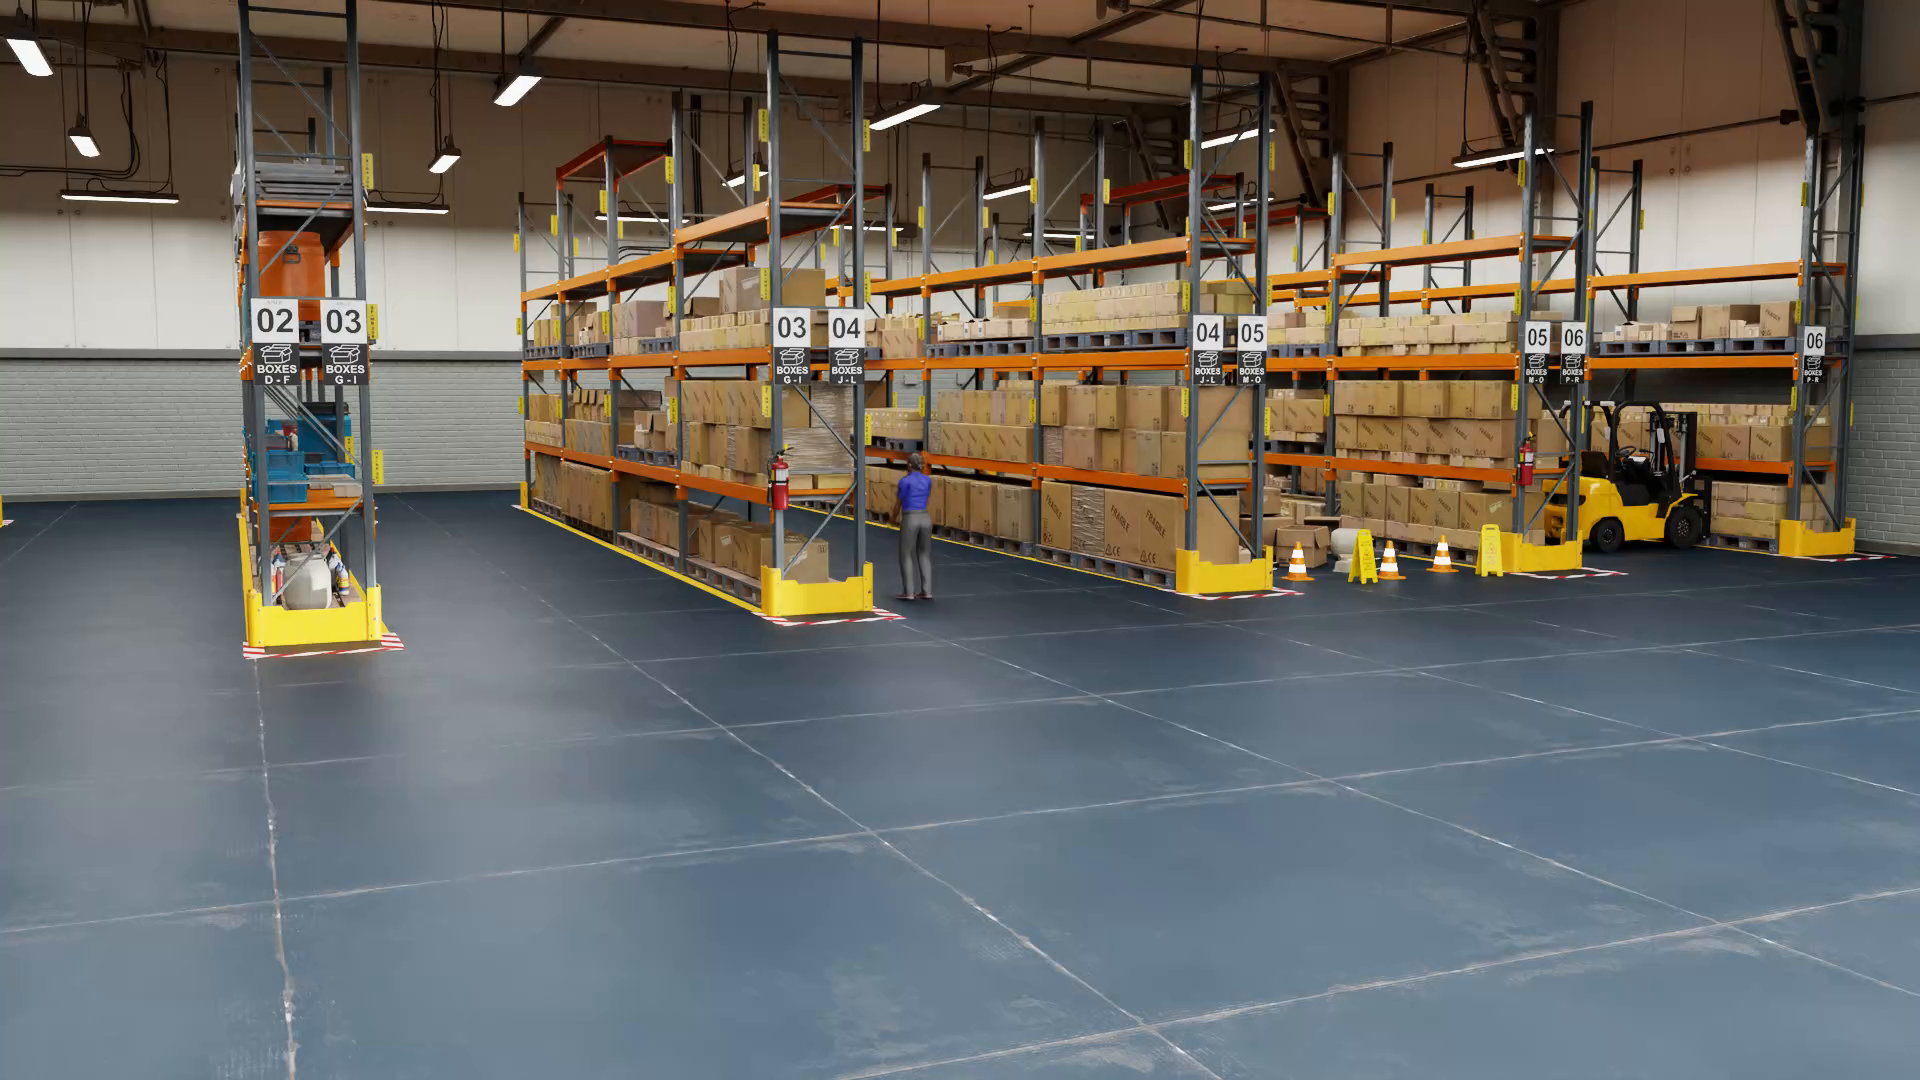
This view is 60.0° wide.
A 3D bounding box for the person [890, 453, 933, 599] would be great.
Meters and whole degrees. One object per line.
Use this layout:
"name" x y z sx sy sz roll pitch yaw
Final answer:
"person" -0.553 -0.162 18.769 0.435 1.656 0.502 -4 7 -33
